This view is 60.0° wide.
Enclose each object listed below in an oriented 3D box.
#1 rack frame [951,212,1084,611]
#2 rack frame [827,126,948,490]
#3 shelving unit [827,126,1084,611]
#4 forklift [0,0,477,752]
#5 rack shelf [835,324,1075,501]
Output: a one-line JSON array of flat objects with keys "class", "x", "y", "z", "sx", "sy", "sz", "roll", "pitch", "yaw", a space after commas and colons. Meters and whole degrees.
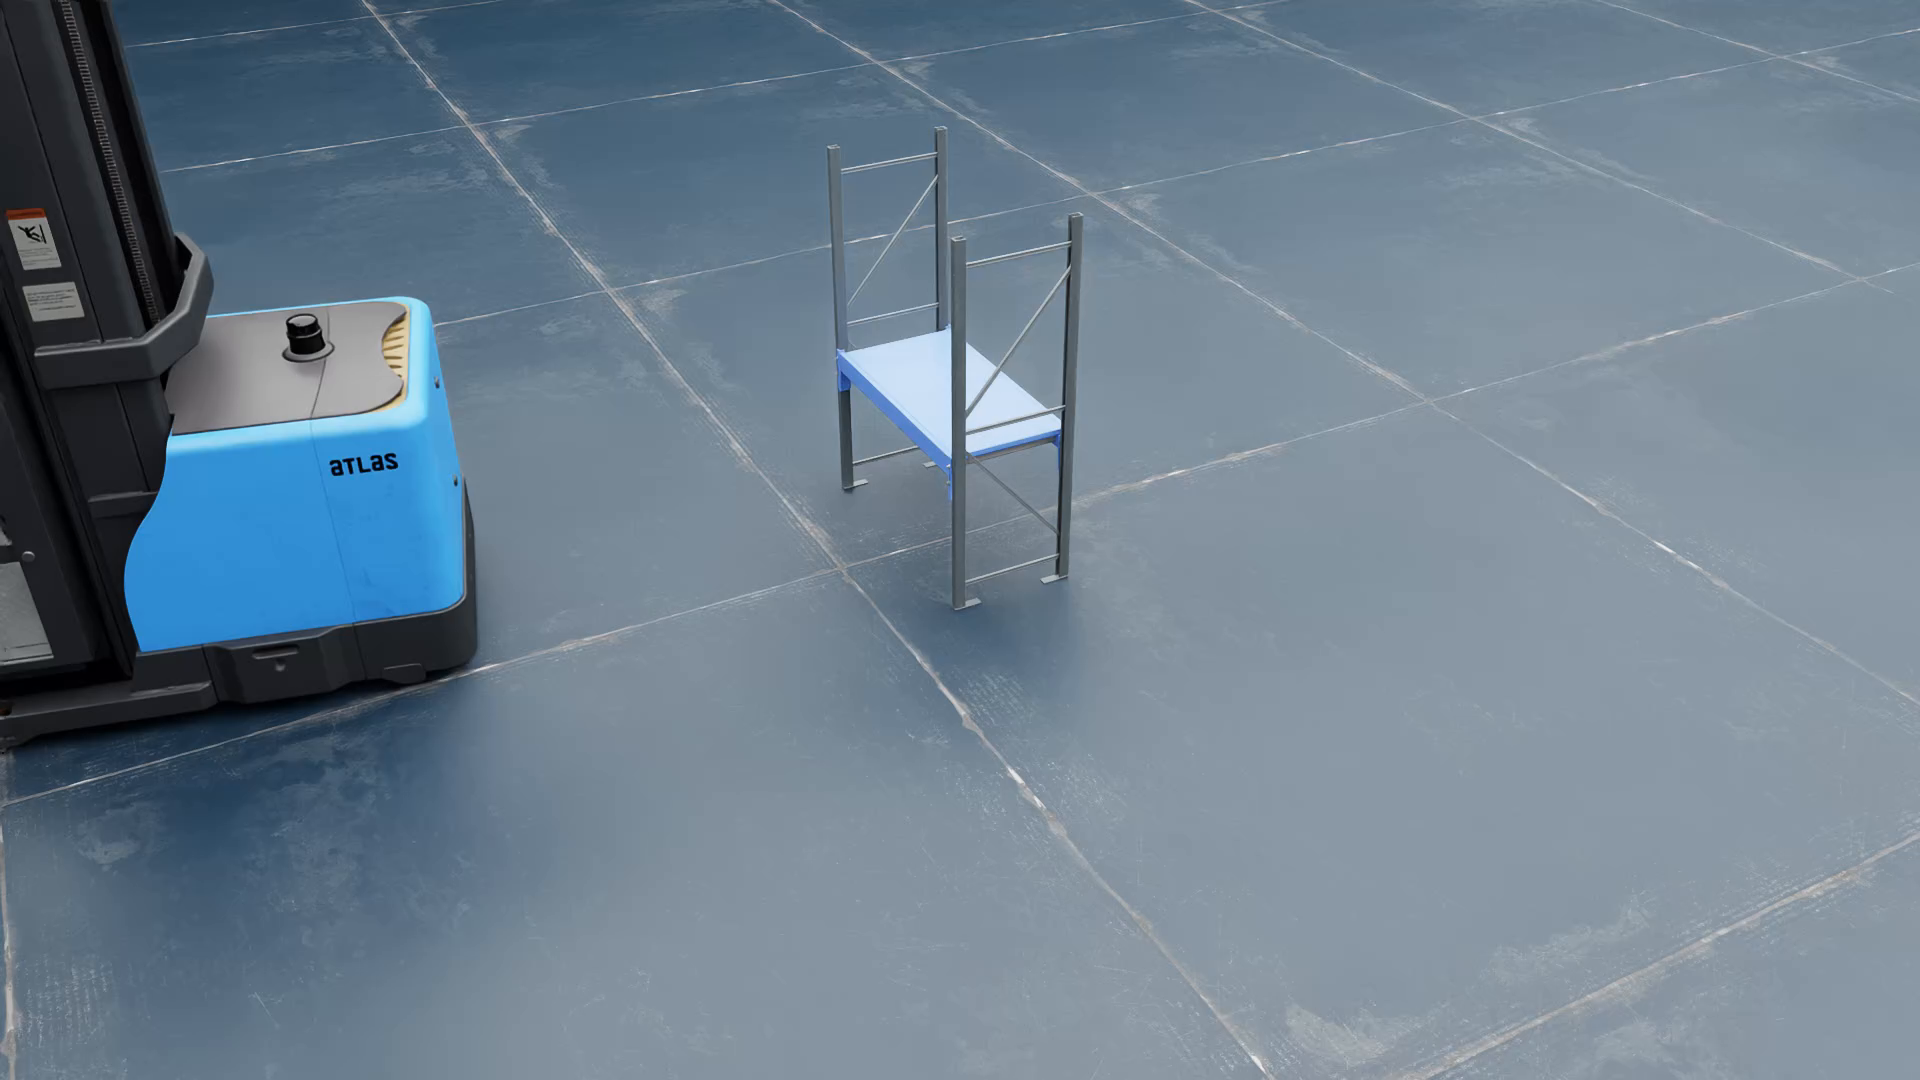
[{"class": "rack frame", "x": 0.197, "y": -0.430, "z": 6.030, "sx": 0.500, "sy": 1.500, "sz": 0.032, "roll": -16, "pitch": 36, "yaw": -23}, {"class": "rack frame", "x": -0.277, "y": -0.915, "z": 6.788, "sx": 0.500, "sy": 1.500, "sz": 0.032, "roll": -16, "pitch": 36, "yaw": -23}, {"class": "shelving unit", "x": -0.040, "y": -0.672, "z": 6.409, "sx": 0.538, "sy": 1.500, "sz": 1.048, "roll": -16, "pitch": 36, "yaw": -23}, {"class": "forklift", "x": -3.317, "y": -0.799, "z": 5.280, "sx": 3.031, "sy": 2.935, "sz": 1.130, "roll": -8, "pitch": 34, "yaw": -12}, {"class": "rack shelf", "x": -0.040, "y": -0.521, "z": 6.506, "sx": 0.538, "sy": 0.185, "sz": 1.000, "roll": -16, "pitch": 36, "yaw": -23}]
